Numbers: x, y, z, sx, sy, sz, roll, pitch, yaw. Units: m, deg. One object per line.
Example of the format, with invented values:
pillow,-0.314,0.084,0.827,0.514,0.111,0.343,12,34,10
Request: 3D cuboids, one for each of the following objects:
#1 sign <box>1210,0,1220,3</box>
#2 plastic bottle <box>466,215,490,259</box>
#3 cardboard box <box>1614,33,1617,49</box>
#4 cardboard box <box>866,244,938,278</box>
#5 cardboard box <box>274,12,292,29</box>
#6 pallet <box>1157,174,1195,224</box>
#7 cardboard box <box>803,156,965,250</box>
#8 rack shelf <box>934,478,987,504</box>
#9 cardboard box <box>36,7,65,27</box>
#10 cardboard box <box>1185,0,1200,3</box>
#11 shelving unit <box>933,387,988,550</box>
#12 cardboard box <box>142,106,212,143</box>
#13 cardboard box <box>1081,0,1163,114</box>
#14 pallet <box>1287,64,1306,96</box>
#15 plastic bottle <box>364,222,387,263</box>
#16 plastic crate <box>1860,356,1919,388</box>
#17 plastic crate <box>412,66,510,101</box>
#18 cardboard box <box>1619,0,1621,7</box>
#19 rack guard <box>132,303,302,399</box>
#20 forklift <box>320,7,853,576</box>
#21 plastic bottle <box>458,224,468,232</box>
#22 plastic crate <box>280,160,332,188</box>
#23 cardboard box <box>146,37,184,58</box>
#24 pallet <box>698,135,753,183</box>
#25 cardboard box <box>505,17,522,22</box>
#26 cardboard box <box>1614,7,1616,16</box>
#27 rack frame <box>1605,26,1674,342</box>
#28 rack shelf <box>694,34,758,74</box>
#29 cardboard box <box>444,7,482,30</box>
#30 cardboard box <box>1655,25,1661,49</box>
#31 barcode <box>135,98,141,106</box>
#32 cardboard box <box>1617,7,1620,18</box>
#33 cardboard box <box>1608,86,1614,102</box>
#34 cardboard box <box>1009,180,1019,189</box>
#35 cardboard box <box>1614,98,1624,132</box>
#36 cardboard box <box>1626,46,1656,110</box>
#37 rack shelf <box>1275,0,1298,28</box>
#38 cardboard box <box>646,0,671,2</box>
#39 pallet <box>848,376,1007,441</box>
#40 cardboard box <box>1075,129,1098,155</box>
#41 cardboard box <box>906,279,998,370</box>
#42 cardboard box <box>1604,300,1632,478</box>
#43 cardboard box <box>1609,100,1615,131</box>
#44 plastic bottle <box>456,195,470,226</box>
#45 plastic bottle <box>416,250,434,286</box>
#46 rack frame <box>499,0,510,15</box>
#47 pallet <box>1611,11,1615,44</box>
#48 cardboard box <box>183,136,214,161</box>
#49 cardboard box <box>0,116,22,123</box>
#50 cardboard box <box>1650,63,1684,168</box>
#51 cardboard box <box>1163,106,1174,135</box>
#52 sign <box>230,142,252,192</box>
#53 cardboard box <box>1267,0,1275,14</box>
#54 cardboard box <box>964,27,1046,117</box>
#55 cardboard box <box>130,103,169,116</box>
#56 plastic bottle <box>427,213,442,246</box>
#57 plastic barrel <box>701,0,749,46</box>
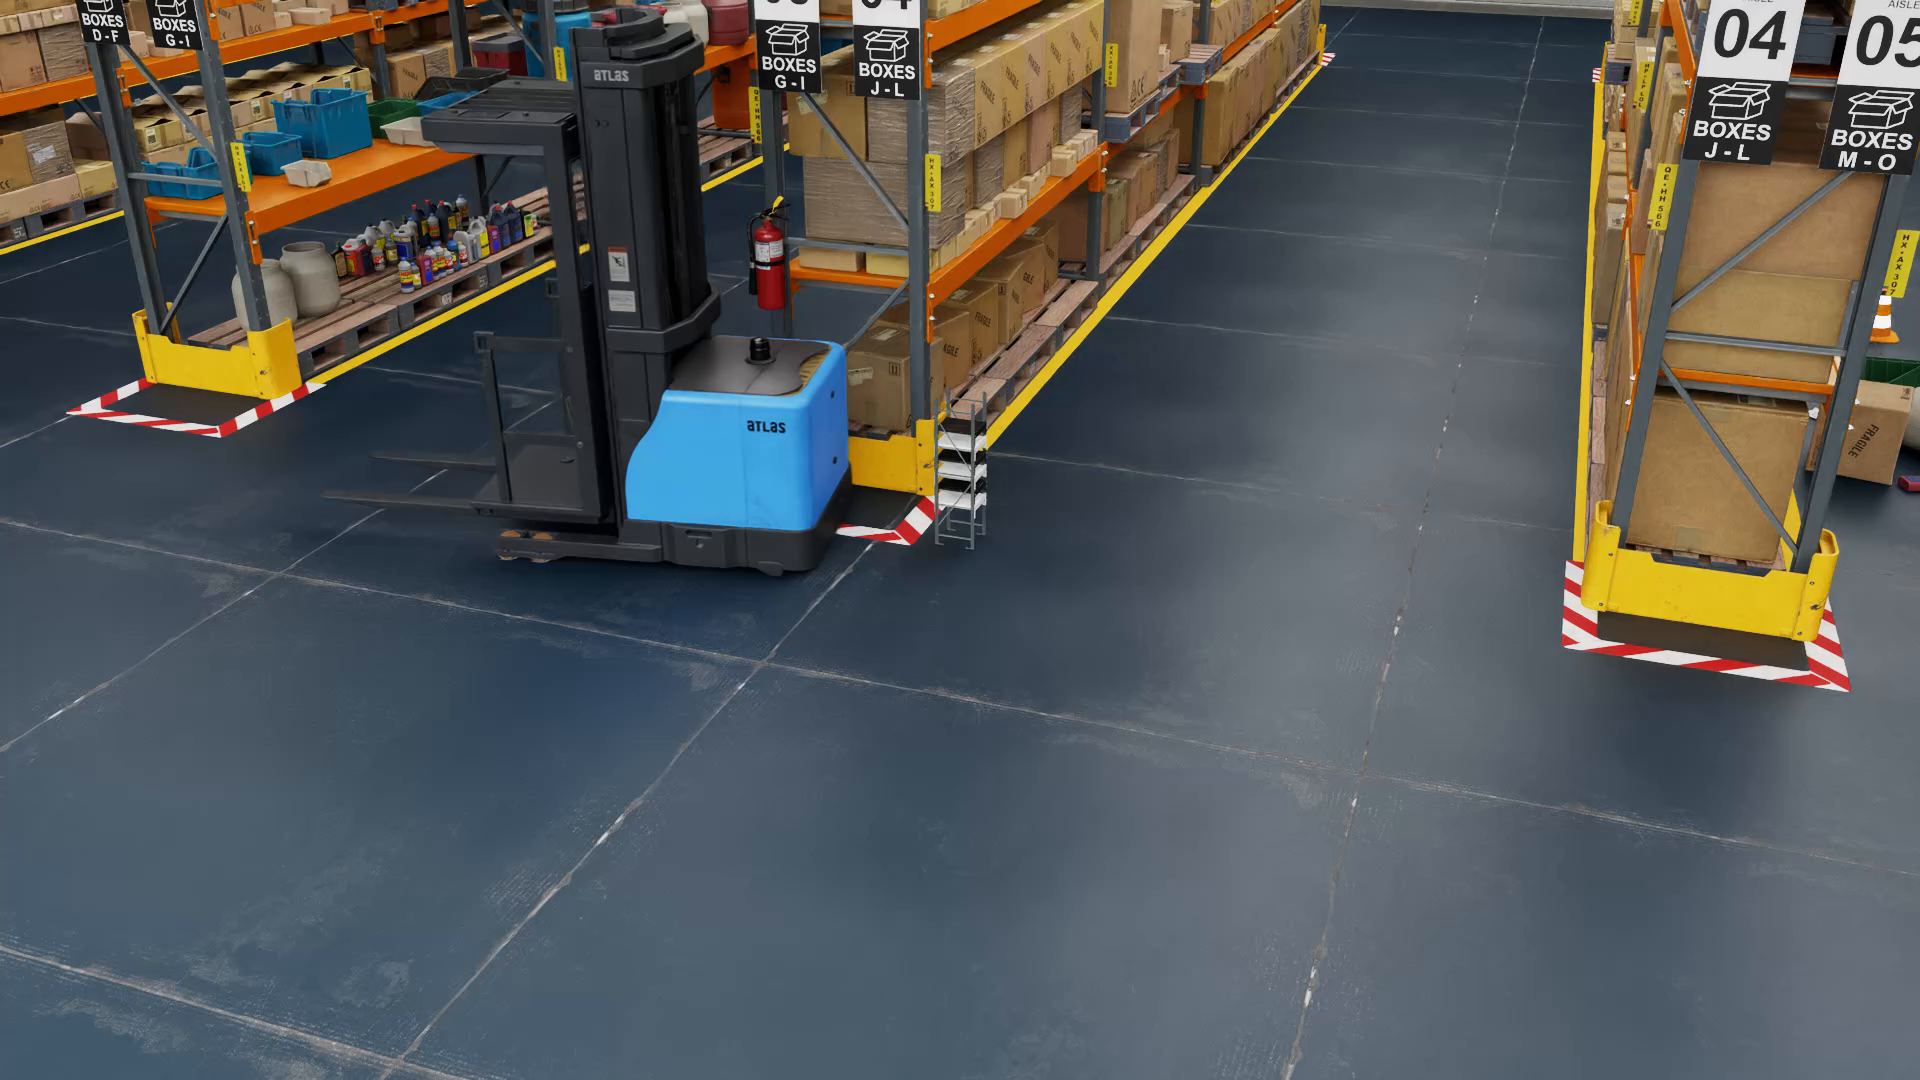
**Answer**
sign,2.507,-5.438,16.301,0.100,0.325,0.005,9,27,17
plastic bottle,-4.124,-2.589,14.190,0.144,0.351,0.185,9,27,17
cardboard box,6.535,-4.819,16.067,0.380,0.149,0.250,9,27,18
cardboard box,-0.351,-1.709,10.125,0.380,0.149,0.250,9,27,17
cardboard box,-7.720,-5.820,18.616,0.380,0.149,0.250,11,28,21
pallet,1.730,-3.451,16.635,1.003,0.211,1.213,9,27,17
cardboard box,-0.462,-2.140,10.272,0.875,0.500,0.500,9,27,17
rack shelf,0.003,-0.297,9.615,0.258,0.077,0.200,9,27,17
cardboard box,-8.653,-4.914,15.598,0.380,0.149,0.250,8,27,16
cardboard box,2.250,-5.821,17.065,0.797,0.503,0.637,10,27,19
shelving unit,0.003,-0.408,9.561,0.258,0.900,0.210,9,27,17
cardboard box,-8.136,-4.364,17.350,0.500,0.311,0.500,8,27,17
cardboard box,1.057,-4.148,13.705,1.000,1.000,1.000,9,27,18
pallet,4.054,-6.220,22.354,1.003,0.211,1.213,9,27,17
plastic bottle,-4.936,-2.507,14.020,0.144,0.351,0.185,10,28,20
plastic crate,6.482,-1.121,11.784,0.662,0.188,0.450,-20,23,-36
plastic crate,-4.304,-3.877,14.386,0.767,0.338,0.504,9,27,17
cardboard box,6.798,-5.409,16.603,0.380,0.149,0.250,10,28,20
rack guard,-5.360,-1.371,12.007,1.175,0.500,0.348,9,27,17
forklift,-2.215,-1.410,9.298,3.031,2.935,1.130,4,26,9
plastic bottle,-4.229,-2.563,14.214,0.061,0.283,0.133,9,27,17
plastic crate,-4.740,-2.660,12.104,0.298,0.136,0.250,9,27,17
cardboard box,-8.192,-5.043,17.011,0.380,0.149,0.250,9,27,17
pallet,-2.973,-4.177,18.135,1.003,0.211,1.213,9,27,17
cardboard box,-5.912,-6.937,23.000,0.500,0.500,0.500,9,27,17
cardboard box,7.228,-5.674,17.832,0.380,0.149,0.250,9,27,18
rack frame,5.304,-2.622,11.724,1.000,3.000,0.127,9,27,17
rack shelf,-3.345,-4.599,16.633,1.077,0.370,4.000,9,27,17
cardboard box,-6.741,-6.945,22.155,0.500,0.250,0.500,9,27,18
cardboard box,6.309,-4.370,14.071,0.700,0.500,0.500,8,27,17
barcode,-8.202,-4.371,16.597,0.001,0.075,0.075,9,27,17
cardboard box,6.798,-5.275,16.668,0.380,0.149,0.250,9,27,19
cardboard box,7.850,-5.238,19.575,0.380,0.149,0.250,7,27,15
cardboard box,0.198,-2.433,11.621,0.380,0.149,0.250,9,27,17
cardboard box,6.773,-4.196,16.499,0.500,0.250,0.500,9,27,18
cardboard box,6.065,-3.956,14.364,0.500,0.500,0.500,8,27,17
rack shelf,3.988,-7.169,21.939,1.077,0.370,4.000,9,27,17
cardboard box,-4.635,-8.566,26.364,0.500,0.500,0.500,9,27,17
pallet,-0.342,-0.844,11.251,1.003,0.211,1.213,9,27,17
cardboard box,0.866,-3.139,13.079,0.380,0.149,0.250,9,27,17
cardboard box,-0.054,-1.563,11.922,0.500,0.500,0.500,11,28,22
cardboard box,4.427,-0.861,10.043,0.875,0.875,0.875,8,27,17
cardboard box,7.296,-4.491,17.970,0.500,0.500,0.500,10,28,20
plastic bottle,-4.530,-3.004,15.138,0.097,0.271,0.097,0,26,0
plastic bottle,-4.351,-2.223,13.512,0.061,0.283,0.133,9,27,18
rack frame,-6.018,-8.109,23.055,1.000,3.000,0.127,9,27,17
pallet,7.575,-5.530,17.951,1.003,0.211,1.213,9,27,17
cardboard box,-8.141,-4.112,17.475,0.500,0.250,0.500,9,27,19
cardboard box,-9.288,-3.758,15.883,0.500,0.500,0.500,9,27,17
cardboard box,4.766,-2.584,10.234,0.875,0.550,0.550,9,27,17
cardboard box,1.797,-4.158,16.398,0.500,0.250,0.500,10,28,20
sign,-4.824,-2.501,11.155,0.100,0.325,0.005,9,27,17
cardboard box,3.425,-6.484,19.585,0.500,0.500,0.500,9,27,18
cardboard box,0.268,-3.171,11.254,0.500,0.500,0.500,9,27,17
cardboard box,-8.648,-4.448,17.524,0.500,0.311,0.500,10,27,19
plastic bottle,-4.604,-2.723,14.557,0.097,0.271,0.097,0,26,0
plastic barrel,-2.548,-5.572,17.659,0.600,0.536,0.708,9,27,17
